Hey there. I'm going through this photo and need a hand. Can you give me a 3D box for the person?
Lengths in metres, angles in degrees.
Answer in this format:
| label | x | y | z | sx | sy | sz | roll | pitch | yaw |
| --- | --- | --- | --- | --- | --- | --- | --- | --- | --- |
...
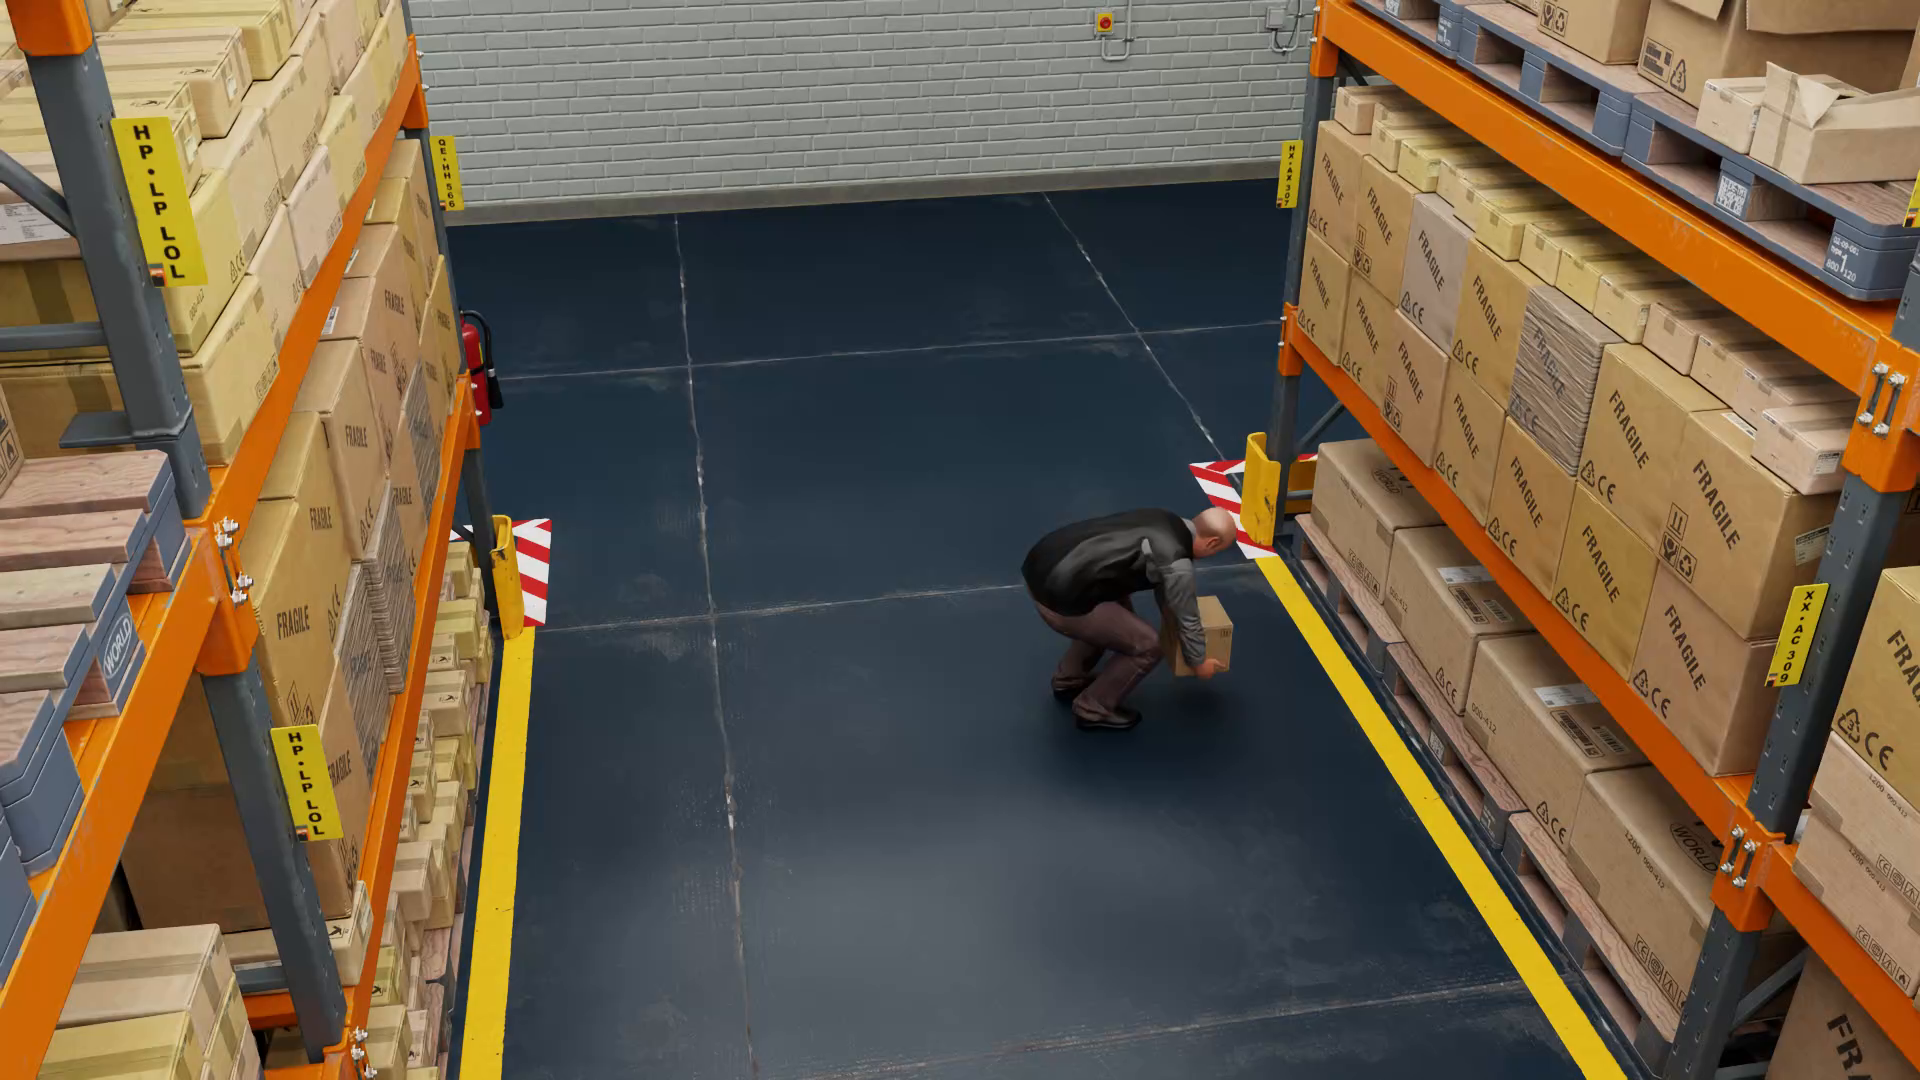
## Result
| label | x | y | z | sx | sy | sz | roll | pitch | yaw |
| --- | --- | --- | --- | --- | --- | --- | --- | --- | --- |
| person | 0.742 | 0.322 | 7.334 | 0.945 | 0.986 | 0.510 | -7 | 31 | -11 |
